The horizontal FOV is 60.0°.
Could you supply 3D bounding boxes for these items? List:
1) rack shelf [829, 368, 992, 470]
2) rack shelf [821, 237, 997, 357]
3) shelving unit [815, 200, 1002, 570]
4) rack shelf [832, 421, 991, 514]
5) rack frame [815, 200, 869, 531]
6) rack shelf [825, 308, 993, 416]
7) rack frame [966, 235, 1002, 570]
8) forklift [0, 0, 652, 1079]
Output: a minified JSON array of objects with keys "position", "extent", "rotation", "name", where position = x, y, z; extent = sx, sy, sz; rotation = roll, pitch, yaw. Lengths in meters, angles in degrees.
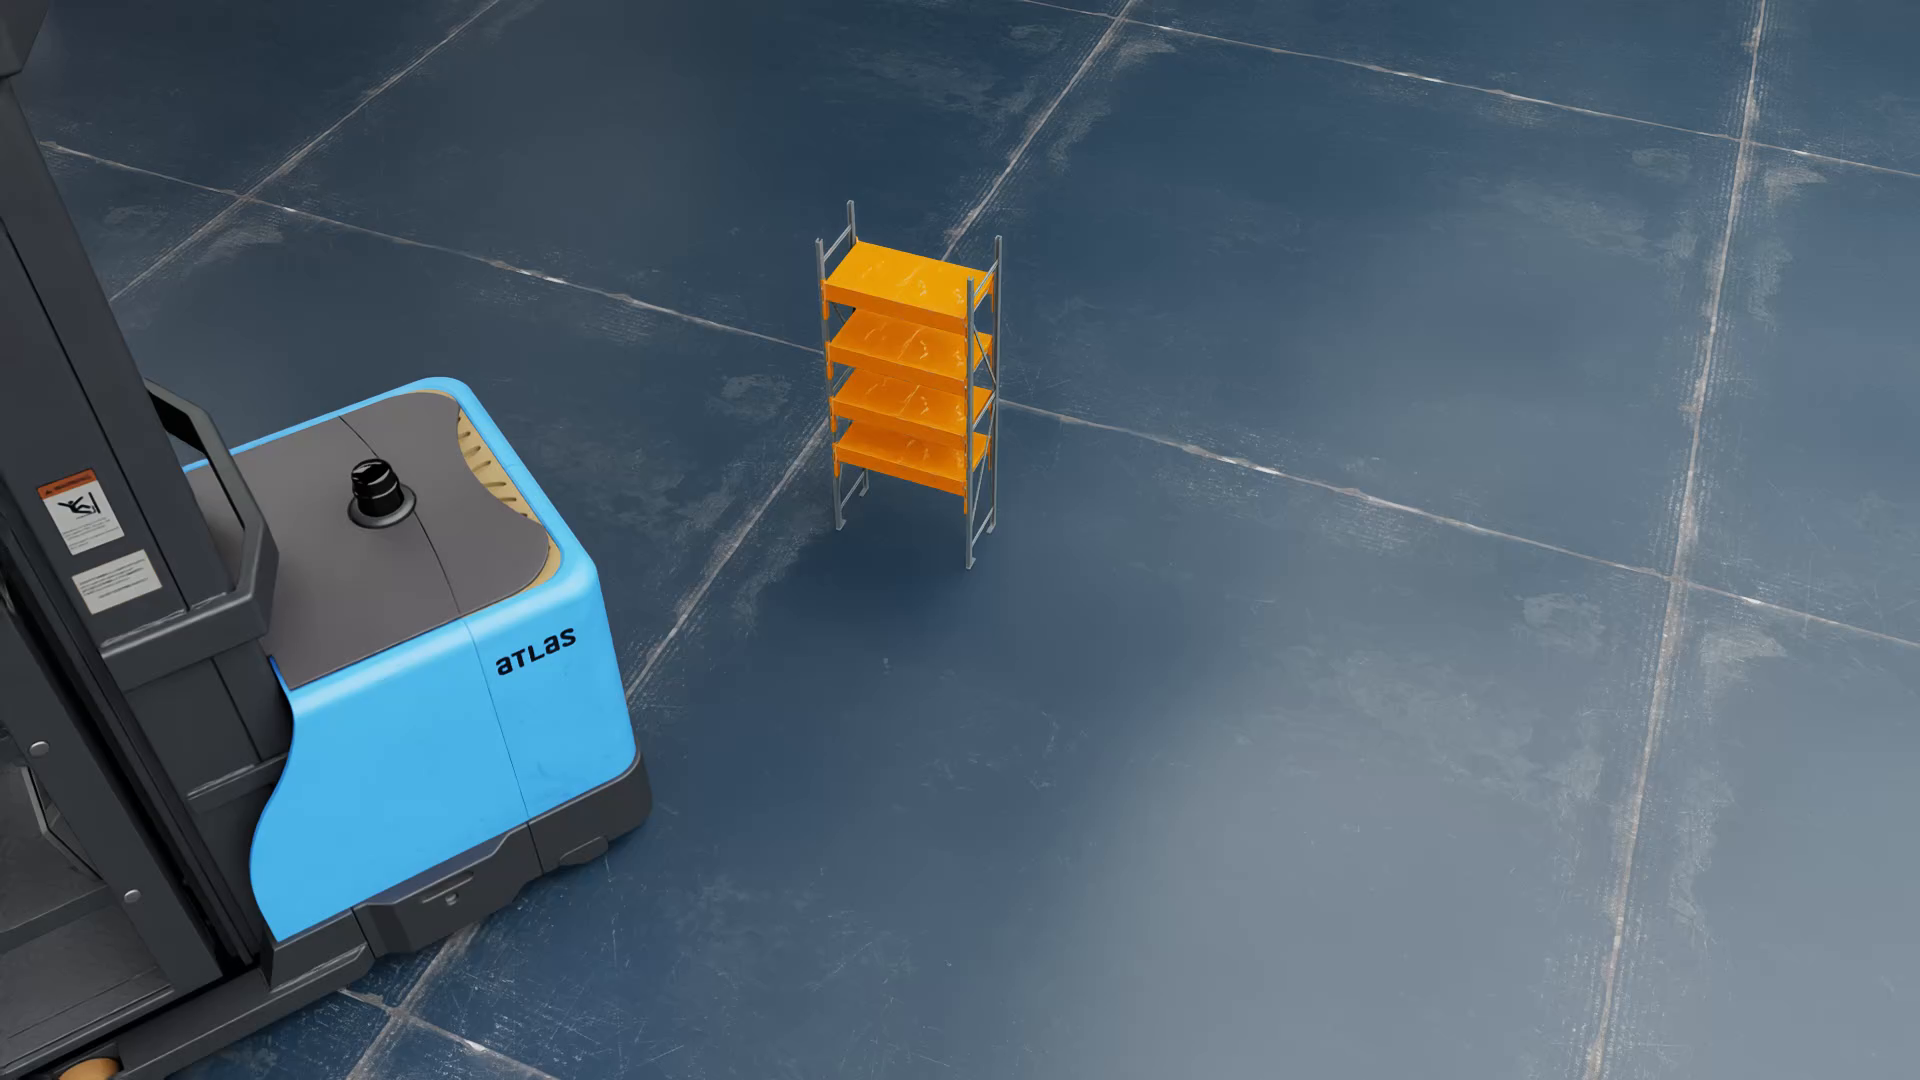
[{"position":[-0.153,-0.423,5.419],"extent":[0.480,0.148,0.258],"rotation":[16,47,16],"name":"rack shelf"},{"position":[-0.153,-0.749,5.095],"extent":[0.480,0.148,0.258],"rotation":[16,47,16],"name":"rack shelf"},{"position":[-0.153,-0.470,5.372],"extent":[0.503,1.200,0.258],"rotation":[16,47,16],"name":"shelving unit"},{"position":[-0.153,-0.282,5.559],"extent":[0.480,0.148,0.258],"rotation":[16,47,16],"name":"rack shelf"},{"position":[-0.378,-0.537,5.439],"extent":[0.015,1.200,0.240],"rotation":[16,47,16],"name":"rack frame"},{"position":[-0.153,-0.581,5.262],"extent":[0.480,0.148,0.258],"rotation":[16,47,16],"name":"rack shelf"},{"position":[0.072,-0.404,5.305],"extent":[0.015,1.200,0.240],"rotation":[16,47,16],"name":"rack frame"},{"position":[-2.413,0.092,3.579],"extent":[3.031,2.935,1.130],"rotation":[-25,50,-23],"name":"forklift"}]
